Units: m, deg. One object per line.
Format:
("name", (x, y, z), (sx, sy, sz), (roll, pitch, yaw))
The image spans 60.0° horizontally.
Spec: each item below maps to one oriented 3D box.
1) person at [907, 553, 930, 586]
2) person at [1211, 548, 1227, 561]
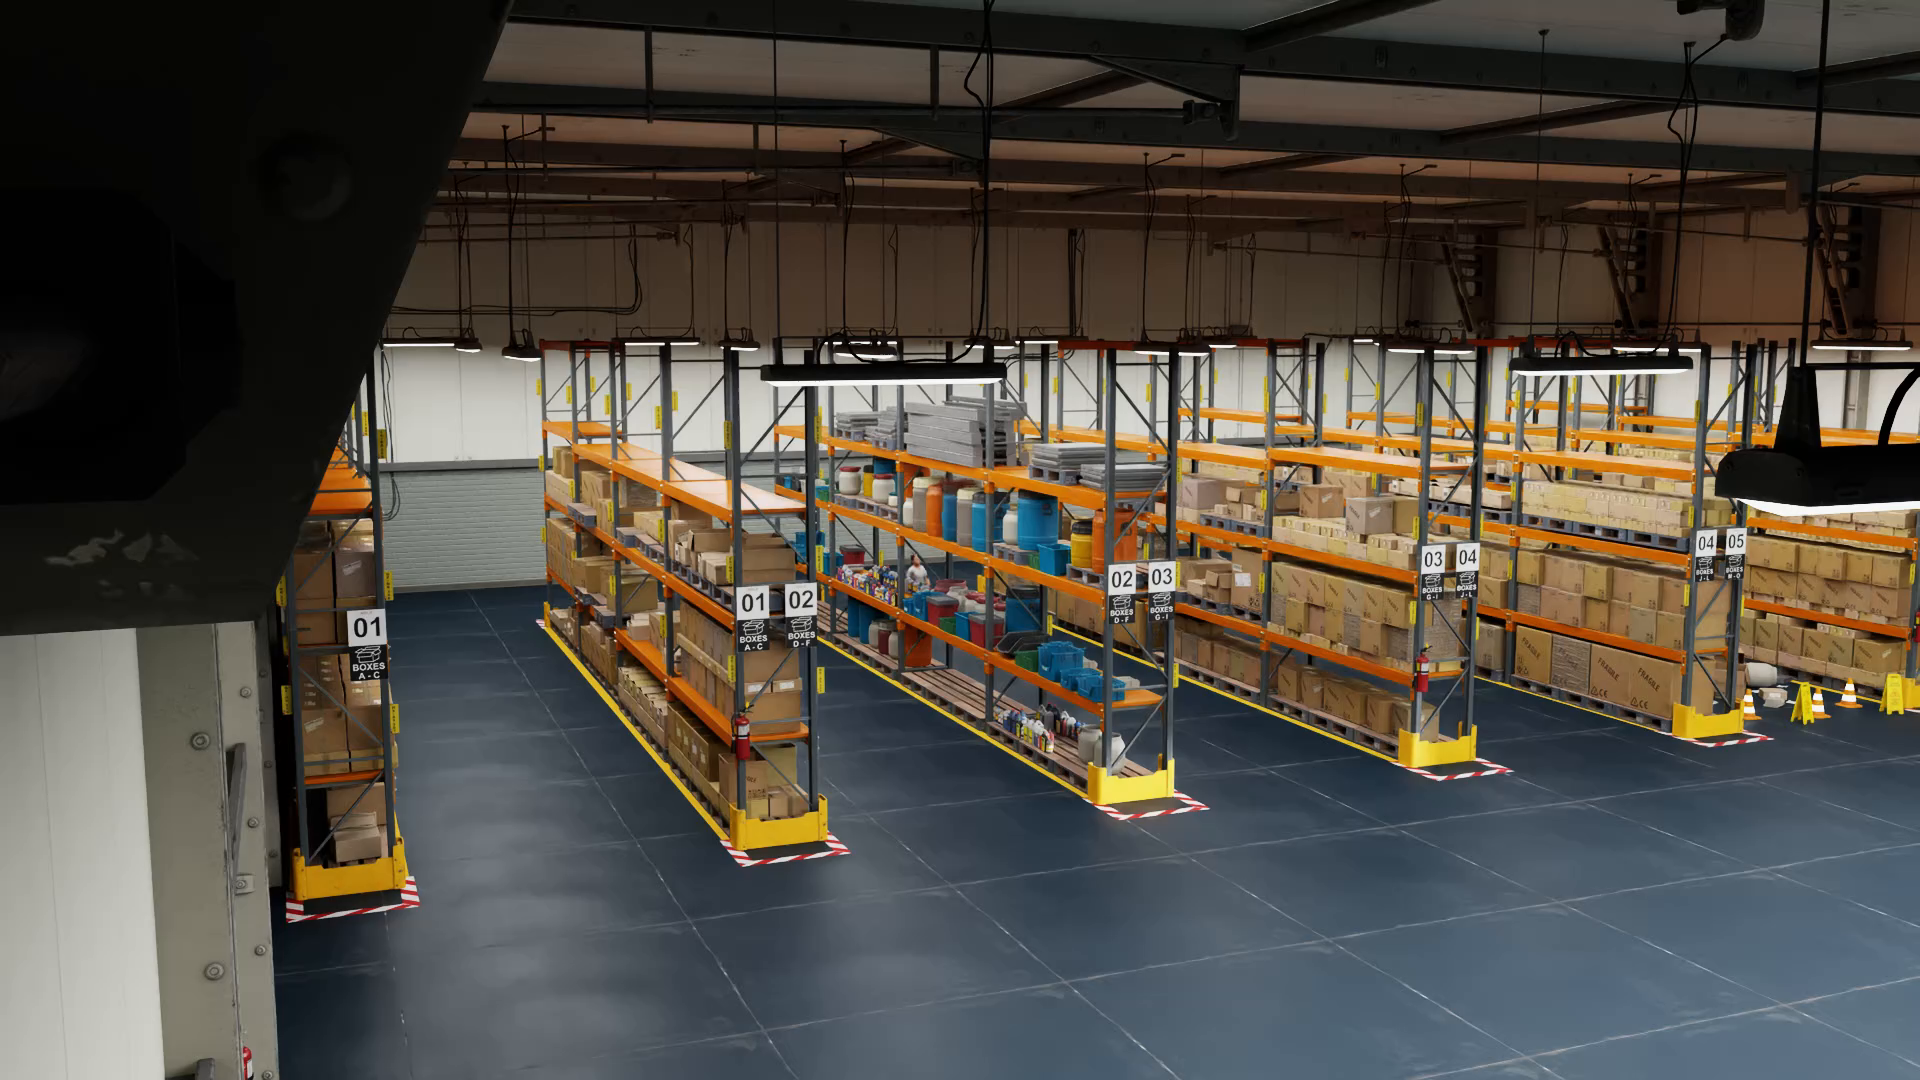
("person", (-0.804, 1.074, 34.156), (1.002, 1.607, 0.481), (7, 10, 41))
("person", (6.506, -0.011, 42.131), (0.730, 1.702, 0.540), (-3, 8, -23))
